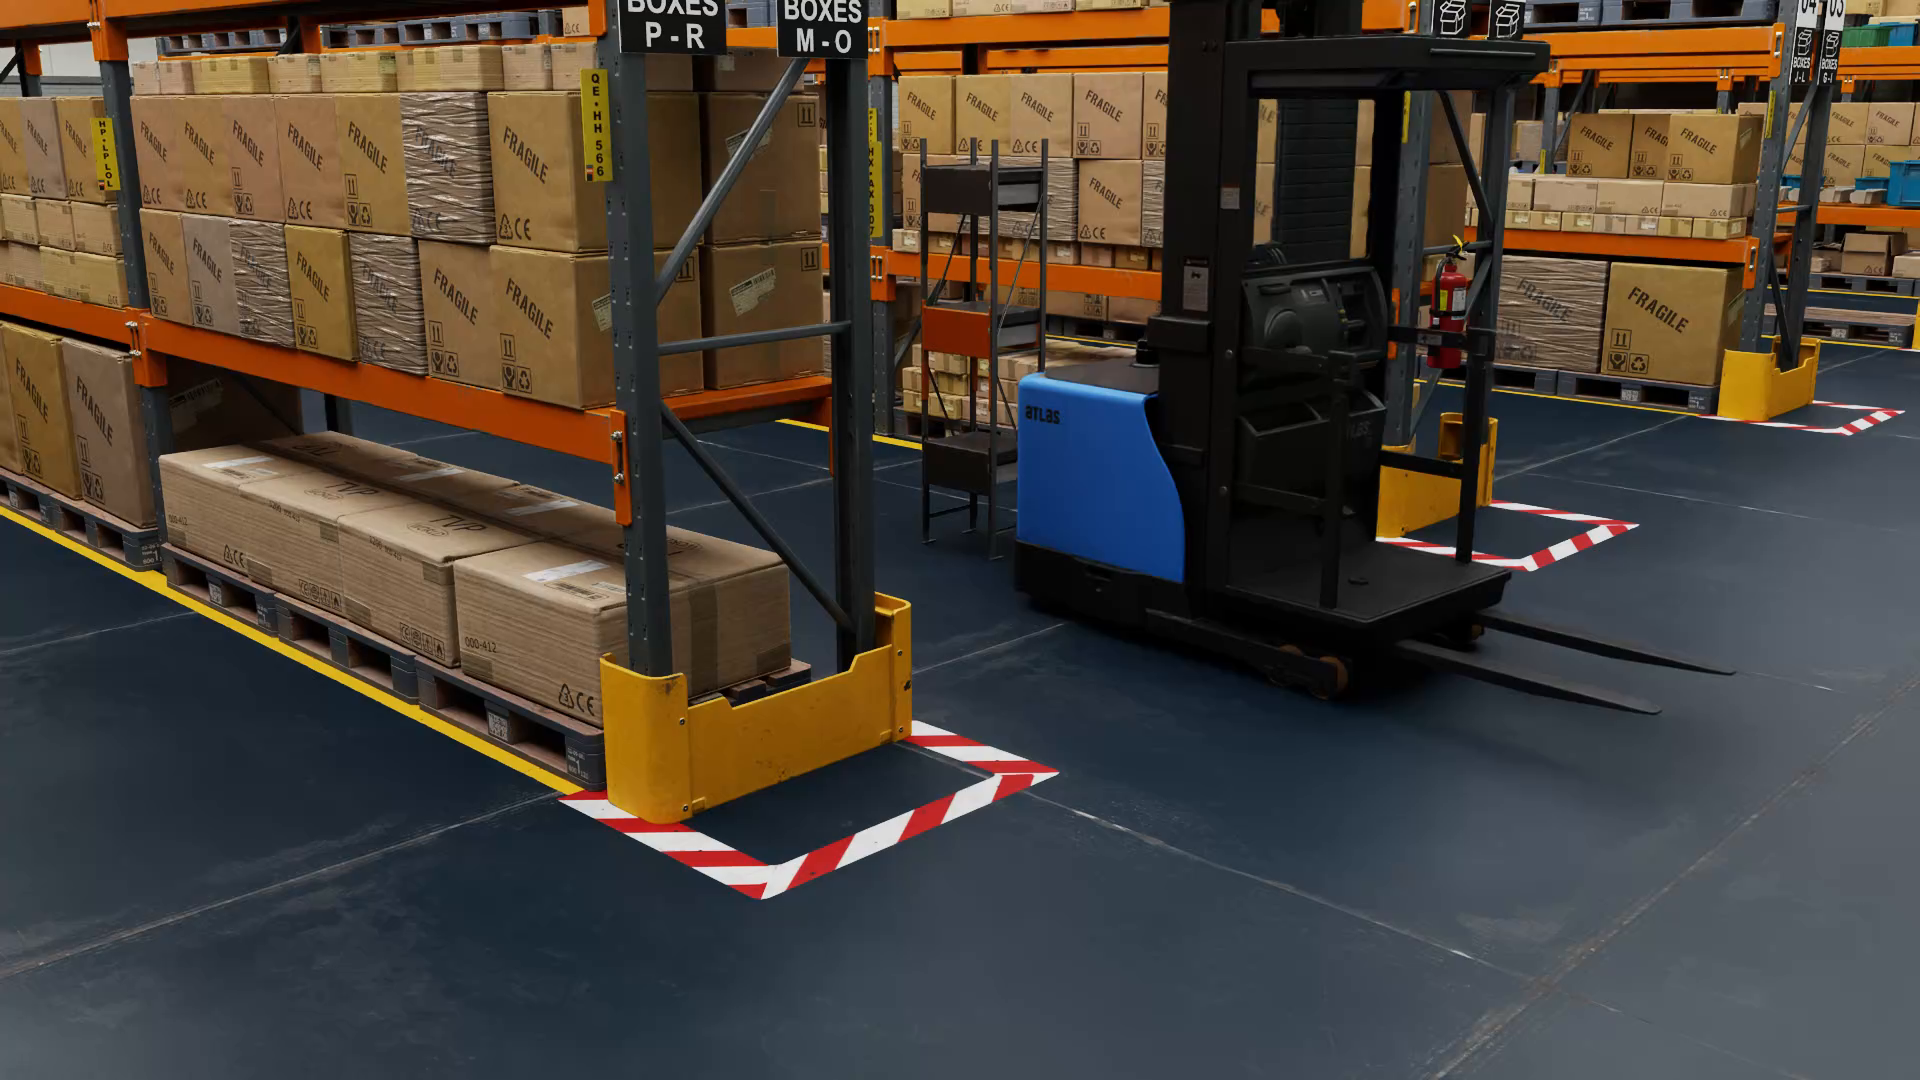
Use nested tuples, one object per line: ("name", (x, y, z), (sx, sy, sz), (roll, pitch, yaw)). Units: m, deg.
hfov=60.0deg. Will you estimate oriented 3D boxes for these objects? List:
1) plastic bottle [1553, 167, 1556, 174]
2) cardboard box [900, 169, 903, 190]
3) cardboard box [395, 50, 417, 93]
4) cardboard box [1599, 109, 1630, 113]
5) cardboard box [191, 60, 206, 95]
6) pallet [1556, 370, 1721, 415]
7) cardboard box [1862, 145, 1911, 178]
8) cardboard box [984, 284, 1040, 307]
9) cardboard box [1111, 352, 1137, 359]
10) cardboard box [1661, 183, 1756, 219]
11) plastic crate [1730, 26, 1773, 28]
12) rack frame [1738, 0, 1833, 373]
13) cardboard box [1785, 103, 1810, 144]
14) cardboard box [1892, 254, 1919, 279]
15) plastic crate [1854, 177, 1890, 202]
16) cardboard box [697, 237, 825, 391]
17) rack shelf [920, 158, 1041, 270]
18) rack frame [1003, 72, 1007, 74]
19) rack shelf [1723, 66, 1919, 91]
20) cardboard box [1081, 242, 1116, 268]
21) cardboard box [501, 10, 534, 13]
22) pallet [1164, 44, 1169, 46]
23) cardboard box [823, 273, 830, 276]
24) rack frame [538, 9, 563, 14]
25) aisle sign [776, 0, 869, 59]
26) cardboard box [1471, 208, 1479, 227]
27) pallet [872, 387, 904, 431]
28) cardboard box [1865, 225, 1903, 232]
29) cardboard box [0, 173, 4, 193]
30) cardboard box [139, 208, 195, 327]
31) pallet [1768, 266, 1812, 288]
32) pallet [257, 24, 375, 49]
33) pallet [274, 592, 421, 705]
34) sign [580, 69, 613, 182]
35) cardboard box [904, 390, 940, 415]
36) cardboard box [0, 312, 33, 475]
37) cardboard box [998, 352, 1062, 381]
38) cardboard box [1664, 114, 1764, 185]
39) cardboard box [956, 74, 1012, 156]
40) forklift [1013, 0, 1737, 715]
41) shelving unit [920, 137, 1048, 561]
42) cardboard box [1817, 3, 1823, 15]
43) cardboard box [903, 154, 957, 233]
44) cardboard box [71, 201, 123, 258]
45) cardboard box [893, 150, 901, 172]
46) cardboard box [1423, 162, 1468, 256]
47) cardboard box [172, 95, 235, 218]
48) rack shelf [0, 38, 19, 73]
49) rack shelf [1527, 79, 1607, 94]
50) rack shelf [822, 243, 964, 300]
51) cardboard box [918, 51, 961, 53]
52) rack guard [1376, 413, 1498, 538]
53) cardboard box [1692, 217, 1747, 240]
("plastic bottle", (6.771, -4.145, 19.121), (0.133, 0.283, 0.061), (14, 20, 42))
("cardboard box", (-0.367, -2.701, 12.424), (0.250, 0.149, 0.380), (13, 20, 41))
("cardboard box", (-1.831, -1.714, 6.095), (0.250, 0.149, 0.380), (13, 20, 42))
("cardboard box", (10.904, -6.991, 27.500), (0.500, 0.250, 0.500), (-14, 20, -43))
("cardboard box", (-3.122, -2.026, 7.292), (0.250, 0.149, 0.380), (13, 20, 42))
("pallet", (5.550, -1.237, 13.260), (1.213, 0.211, 1.003), (14, 20, 42))
("cardboard box", (11.454, -4.602, 20.446), (0.500, 0.500, 0.500), (13, 20, 41))
("cardboard box", (0.904, -2.911, 17.536), (0.875, 0.875, 1.225), (12, 19, 40))
("cardboard box", (1.212, -1.159, 11.074), (0.250, 0.149, 0.380), (13, 19, 40))
("cardboard box", (5.647, -2.568, 12.548), (0.500, 0.250, 0.500), (13, 20, 41))
("plastic crate", (8.237, -5.197, 17.216), (0.530, 0.282, 0.437), (14, 20, 42))
("rack frame", (6.180, -2.460, 12.426), (0.127, 3.000, 1.000), (14, 20, 42))
("cardboard box", (10.695, -5.266, 21.013), (0.500, 0.500, 0.500), (13, 19, 40))
("cardboard box", (11.833, -3.362, 20.468), (0.500, 0.250, 0.500), (14, 20, 42))
("plastic crate", (9.195, -3.526, 16.727), (0.300, 0.233, 0.416), (14, 20, 42))
("cardboard box", (-0.845, -0.846, 6.032), (0.500, 0.500, 0.500), (13, 20, 42))
("rack shelf", (0.119, -1.651, 8.383), (0.480, 0.518, 0.431), (14, 20, 42))
("rack frame", (0.980, -5.460, 23.936), (0.127, 3.000, 1.000), (14, 20, 42))
("rack shelf", (11.619, -5.711, 20.380), (4.000, 0.370, 1.077), (14, 20, 42))
("cardboard box", (0.969, -1.787, 10.340), (0.380, 0.149, 0.250), (-14, 20, -42))
("cardboard box", (-4.055, -4.766, 14.472), (0.500, 0.311, 0.500), (14, 20, 42))
("pallet", (2.606, -4.671, 15.340), (1.217, 0.209, 0.805), (13, 19, 40))
("cardboard box", (-1.312, -1.994, 13.275), (0.500, 0.250, 0.500), (-14, 20, -42))
("rack frame", (-3.094, -5.881, 13.655), (0.127, 3.000, 1.000), (14, 20, 42))
("aisle sign", (-0.445, -1.960, 5.348), (0.004, 0.787, 0.394), (14, 20, 42))
("cardboard box", (4.406, -2.654, 13.668), (0.250, 0.149, 0.380), (13, 19, 41))
("pallet", (-0.776, -1.064, 12.599), (1.213, 0.211, 1.003), (14, 20, 42))
("cardboard box", (14.082, -4.702, 25.153), (0.500, 0.500, 0.700), (14, 20, 43))
("cardboard box", (-5.186, -2.196, 9.229), (0.500, 0.500, 0.500), (14, 20, 43))
("cardboard box", (-3.422, -1.280, 7.699), (0.500, 0.500, 0.500), (-14, 20, -42))
("pallet", (10.673, -3.488, 21.900), (1.213, 0.211, 1.003), (14, 20, 42))
("pallet", (-6.555, -5.232, 17.288), (1.213, 0.211, 1.003), (14, 20, 42))
("pallet", (-2.202, 0.349, 7.176), (1.213, 0.211, 1.003), (14, 20, 42))
("sign", (-1.085, -1.240, 4.978), (0.005, 0.325, 0.100), (14, 20, 42))
("cardboard box", (-0.176, -0.979, 11.563), (0.250, 0.149, 0.380), (13, 19, 40))
("cardboard box", (-5.379, -0.944, 9.987), (0.875, 0.875, 0.875), (14, 20, 43))
("cardboard box", (0.466, -1.156, 11.060), (0.250, 0.149, 0.380), (13, 19, 41))
("cardboard box", (5.647, -2.932, 12.457), (0.500, 0.500, 0.500), (14, 20, 43))
("cardboard box", (0.325, -2.743, 10.739), (0.500, 0.500, 0.500), (13, 19, 41))
("forklift", (1.618, -0.939, 6.724), (1.130, 2.935, 3.031), (-13, 20, -41))
("shelving unit", (0.119, -0.987, 8.556), (0.503, 2.100, 0.431), (14, 20, 42))
("cardboard box", (10.817, -6.750, 20.759), (0.500, 0.500, 0.700), (14, 20, 42))
("cardboard box", (-0.033, -2.338, 11.167), (0.500, 0.500, 0.500), (13, 20, 41))
("cardboard box", (-4.064, -1.564, 8.291), (0.500, 0.250, 0.500), (14, 20, 42))
("cardboard box", (-0.639, -2.682, 11.762), (0.380, 0.149, 0.250), (-13, 20, -42))
("cardboard box", (2.533, -1.899, 9.482), (0.500, 0.500, 0.500), (-13, 20, -42))
("cardboard box", (-3.044, -1.677, 7.238), (0.500, 0.500, 0.500), (13, 20, 41))
("rack shelf", (-7.897, -3.515, 11.951), (4.000, 0.370, 1.077), (14, 20, 42))
("rack shelf", (9.296, -8.011, 29.207), (4.000, 0.370, 1.077), (14, 20, 42))
("rack shelf", (-1.655, -2.280, 13.159), (4.000, 0.370, 1.077), (14, 20, 42))
("cardboard box", (-0.091, -5.278, 17.588), (0.500, 0.250, 0.500), (14, 20, 42))
("rack guard", (2.610, -0.381, 9.405), (0.348, 0.500, 1.175), (14, 20, 42))
("cardboard box", (5.695, -2.341, 12.467), (0.380, 0.149, 0.250), (-14, 20, -43))
